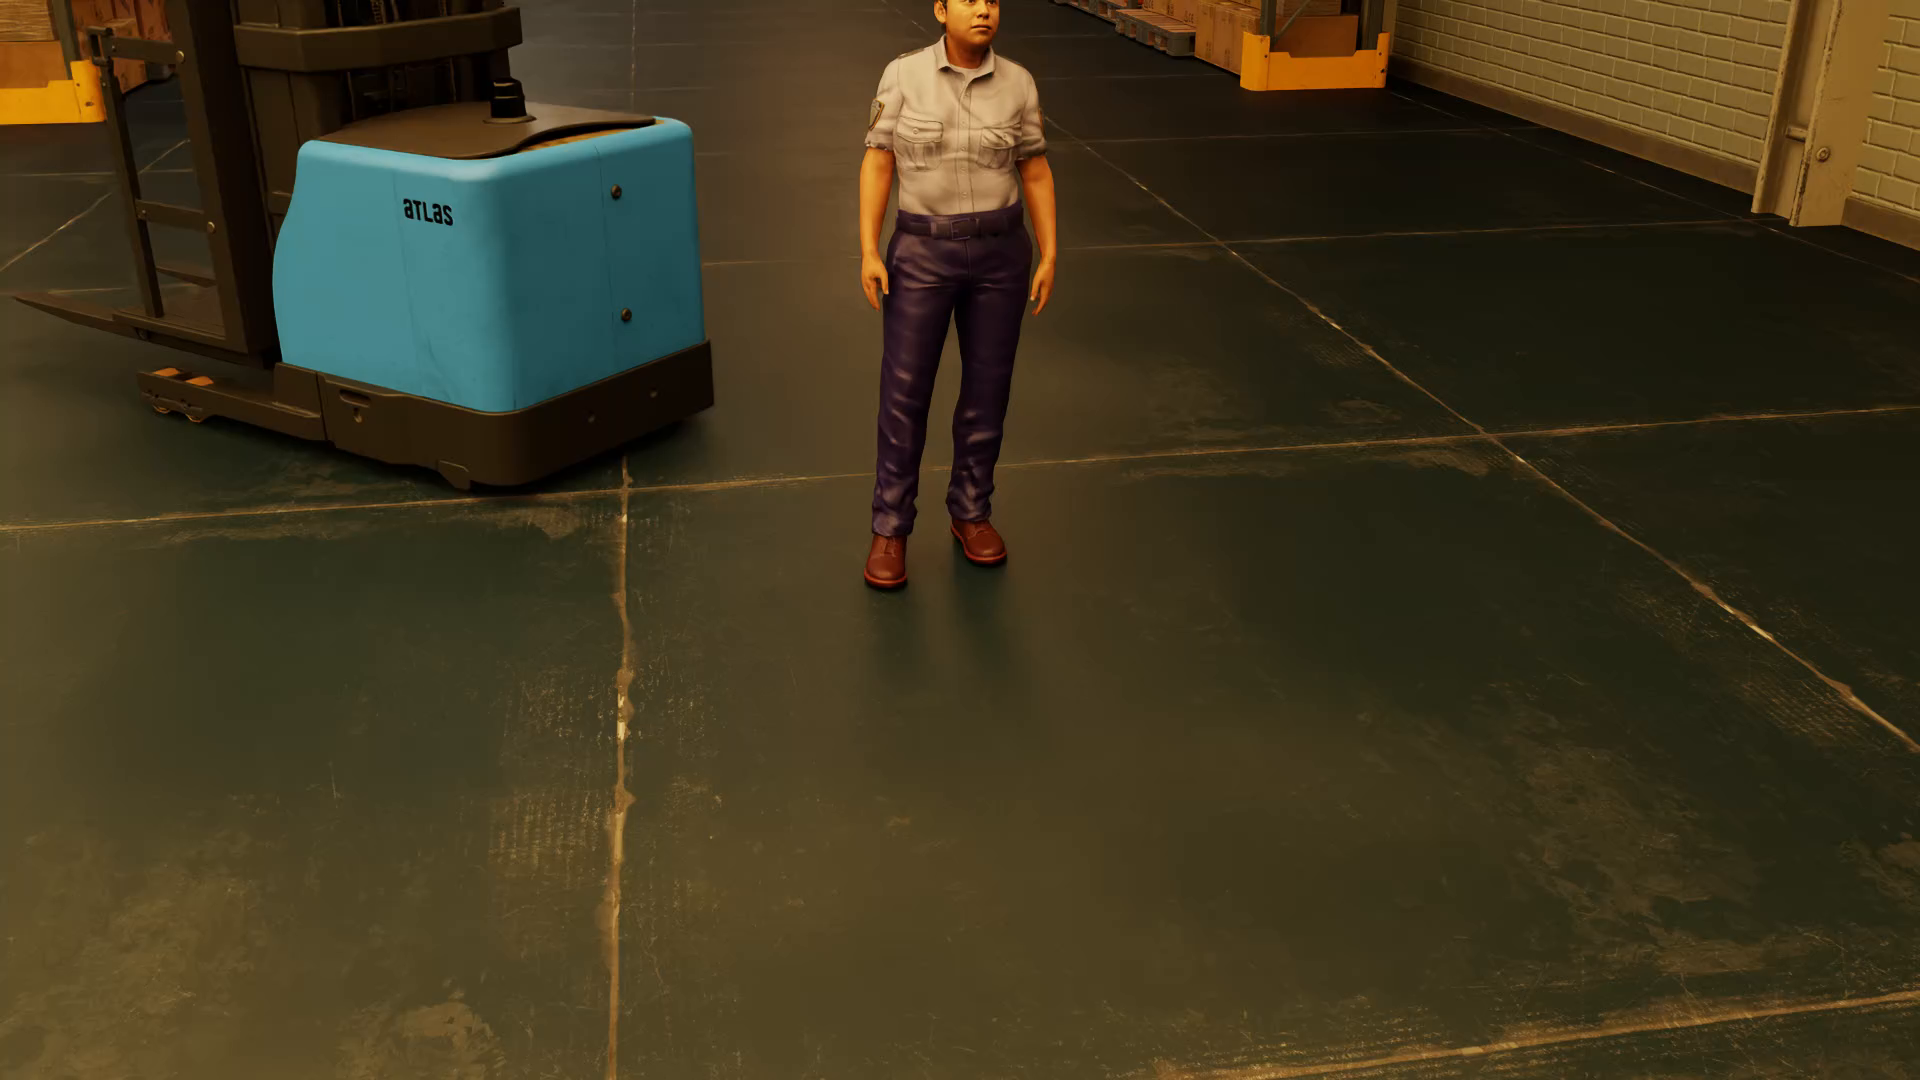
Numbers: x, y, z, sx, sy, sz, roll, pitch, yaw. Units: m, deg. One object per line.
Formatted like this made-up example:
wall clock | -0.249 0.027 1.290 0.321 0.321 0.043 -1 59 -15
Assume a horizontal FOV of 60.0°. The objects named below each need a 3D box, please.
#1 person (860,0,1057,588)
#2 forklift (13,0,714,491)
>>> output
person | -0.006 -0.727 4.613 0.599 1.650 0.503 -4 24 -9
forklift | -2.405 -1.928 5.798 3.031 2.935 1.130 14 27 29
